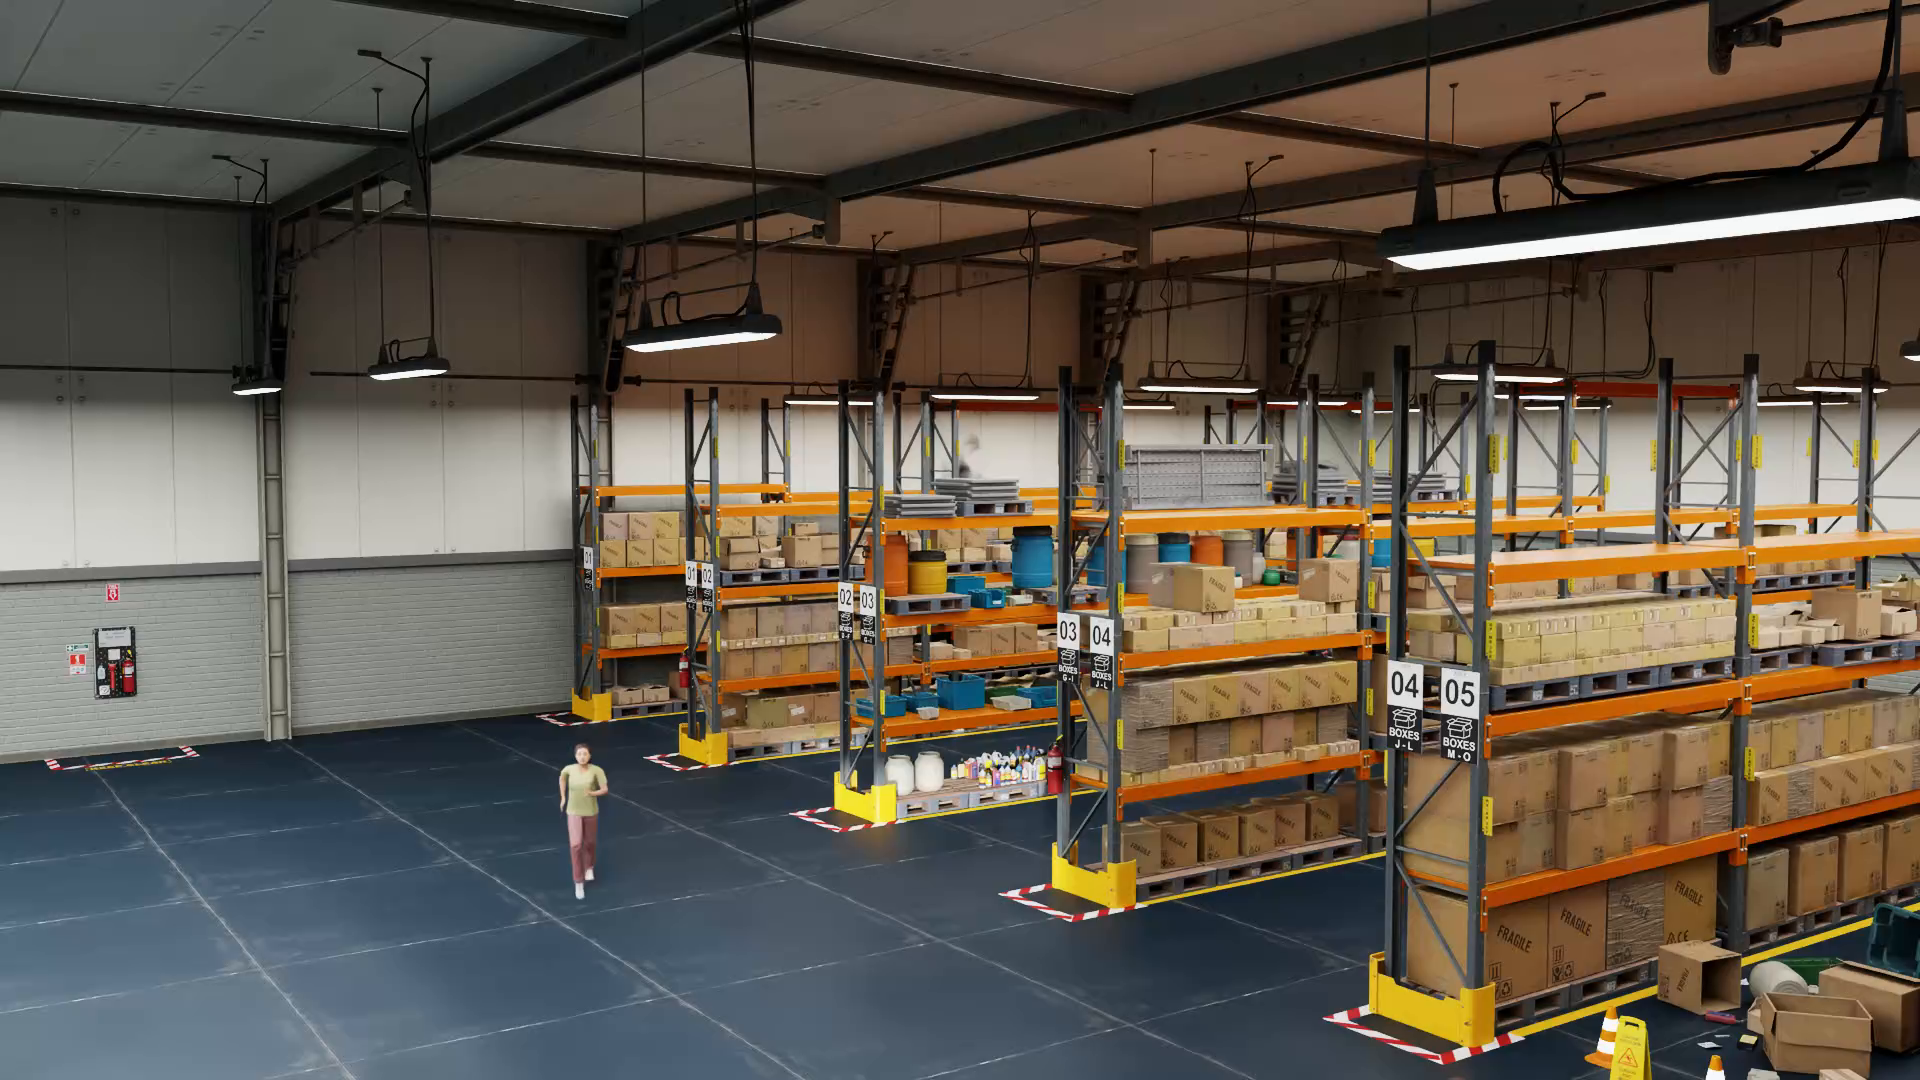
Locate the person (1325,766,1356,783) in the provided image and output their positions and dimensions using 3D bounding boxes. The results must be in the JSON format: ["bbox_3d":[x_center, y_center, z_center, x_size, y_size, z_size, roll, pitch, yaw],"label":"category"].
[{"bbox_3d":[5.827,2.802,25.078,1.053,1.626,0.581,-3,4,-39],"label":"person"}]

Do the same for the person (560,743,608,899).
[{"bbox_3d":[-4.309,3.169,19.073,0.546,1.714,0.816,-1,4,-12],"label":"person"}]
